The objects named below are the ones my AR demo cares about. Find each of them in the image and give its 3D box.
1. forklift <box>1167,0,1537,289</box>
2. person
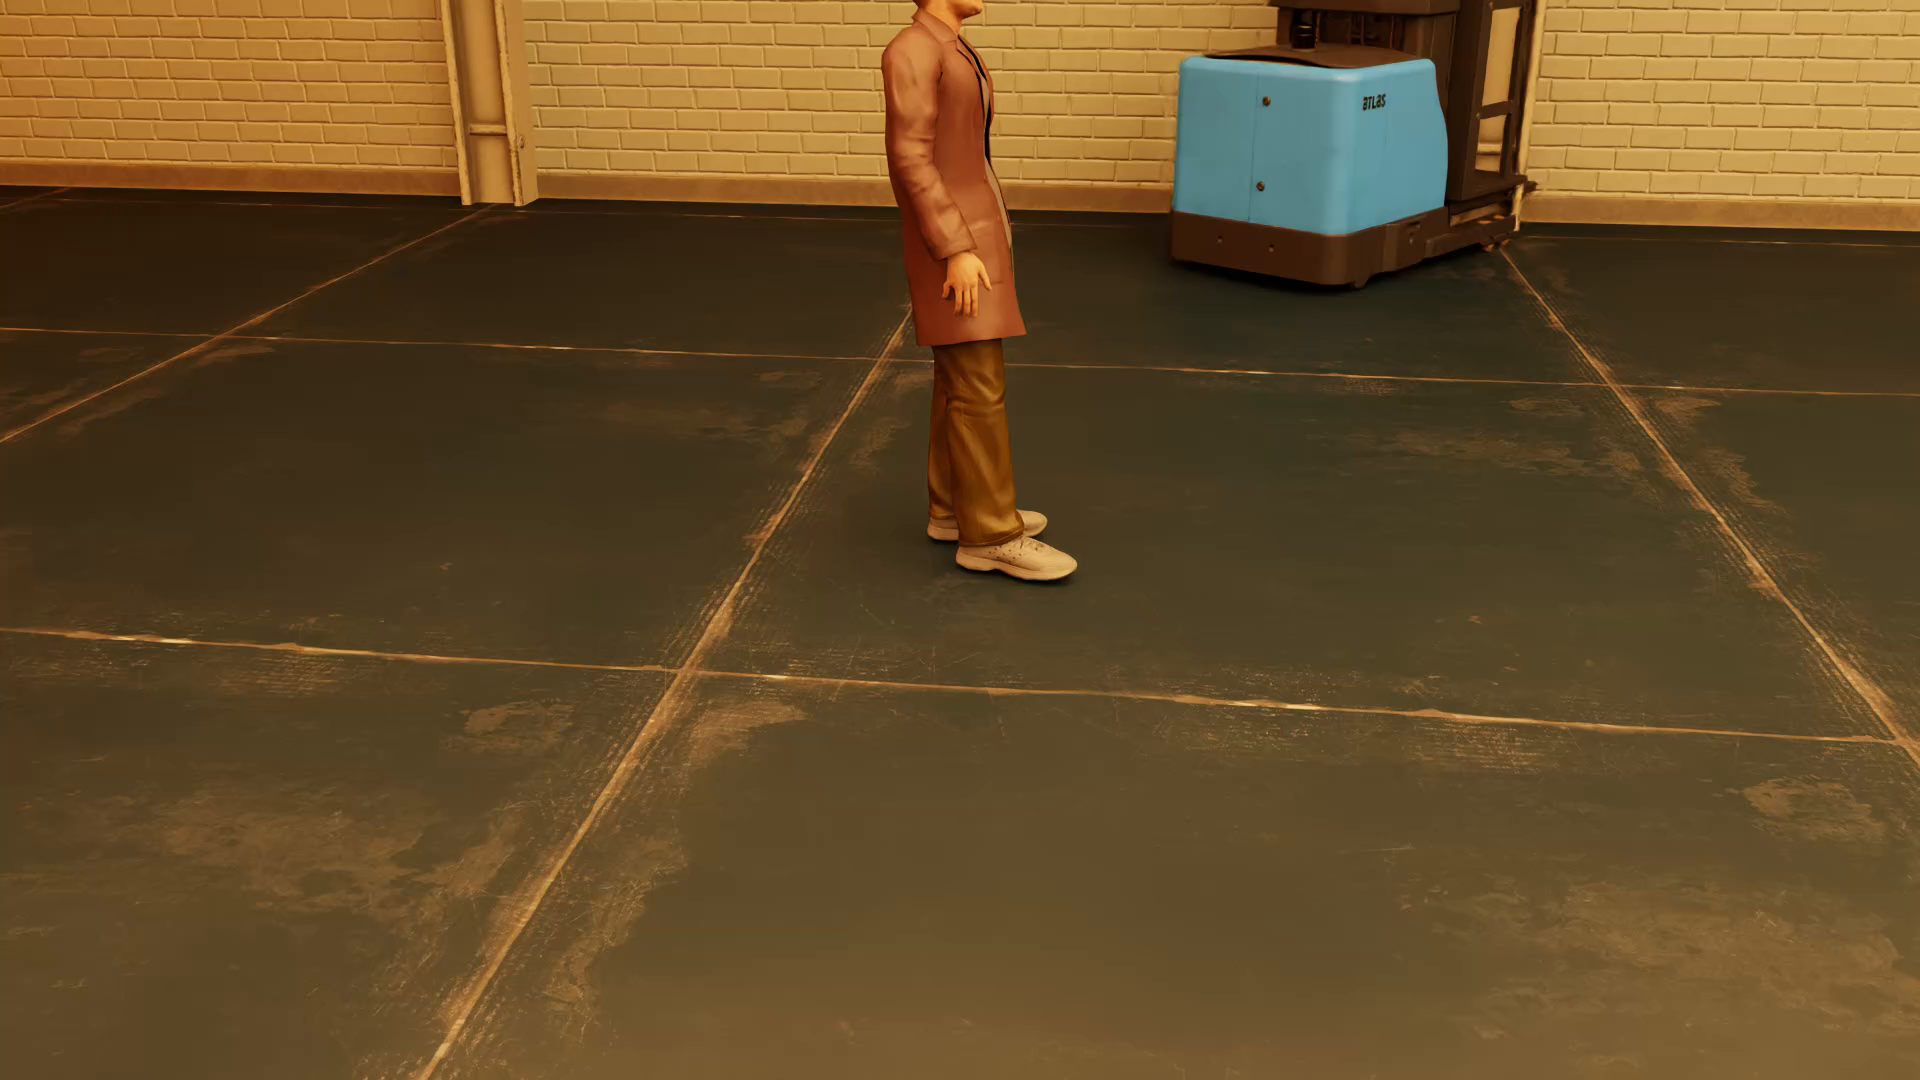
[{"bbox_3d":[2.444,-3.060,8.853,1.130,2.935,3.031,19,29,39],"label":"forklift"},{"bbox_3d":[0.089,-0.825,4.827,0.582,1.775,0.696,3,22,7],"label":"person"}]
